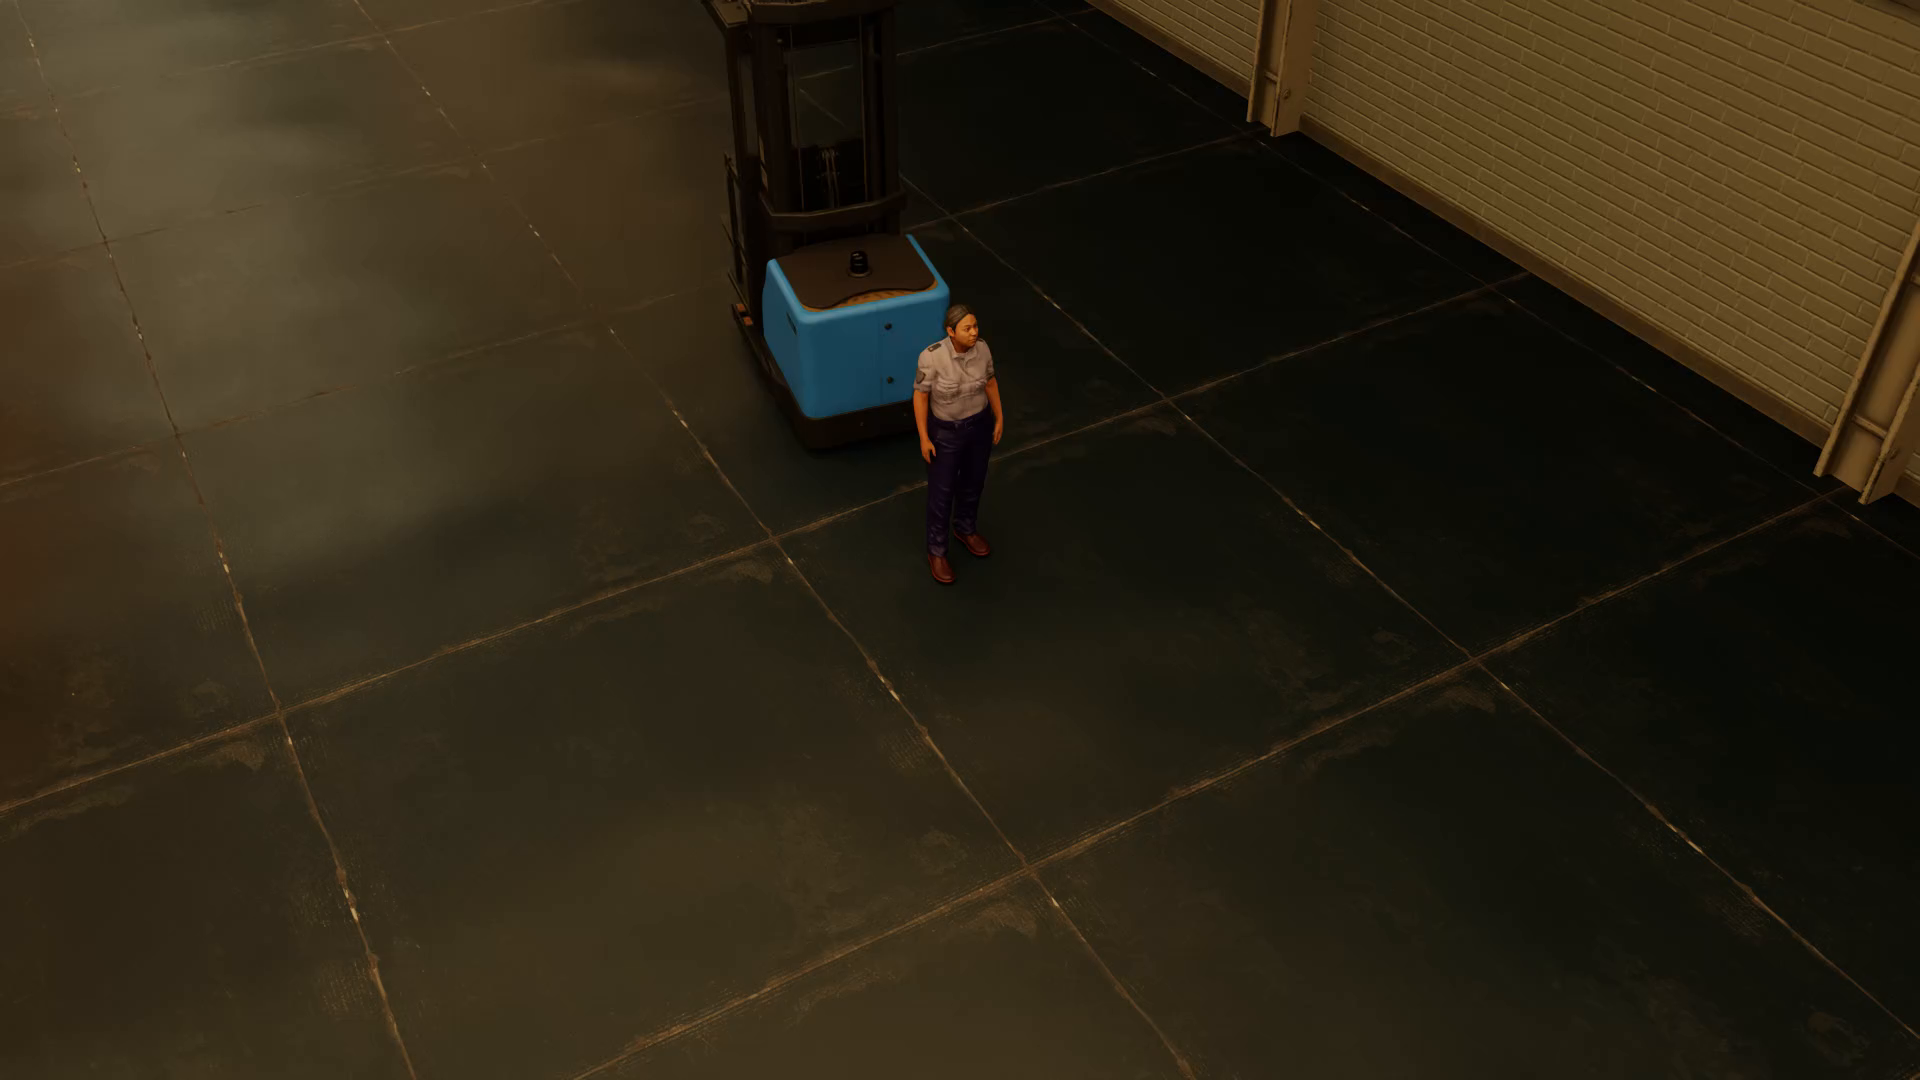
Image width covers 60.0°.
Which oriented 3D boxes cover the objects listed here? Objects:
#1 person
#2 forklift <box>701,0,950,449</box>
[{"bbox_3d":[0.026,-0.582,9.733,0.598,1.651,0.502,-20,44,-23],"label":"person"},{"bbox_3d":[-1.035,-2.672,11.258,1.130,2.935,3.031,-13,42,-16],"label":"forklift"}]
